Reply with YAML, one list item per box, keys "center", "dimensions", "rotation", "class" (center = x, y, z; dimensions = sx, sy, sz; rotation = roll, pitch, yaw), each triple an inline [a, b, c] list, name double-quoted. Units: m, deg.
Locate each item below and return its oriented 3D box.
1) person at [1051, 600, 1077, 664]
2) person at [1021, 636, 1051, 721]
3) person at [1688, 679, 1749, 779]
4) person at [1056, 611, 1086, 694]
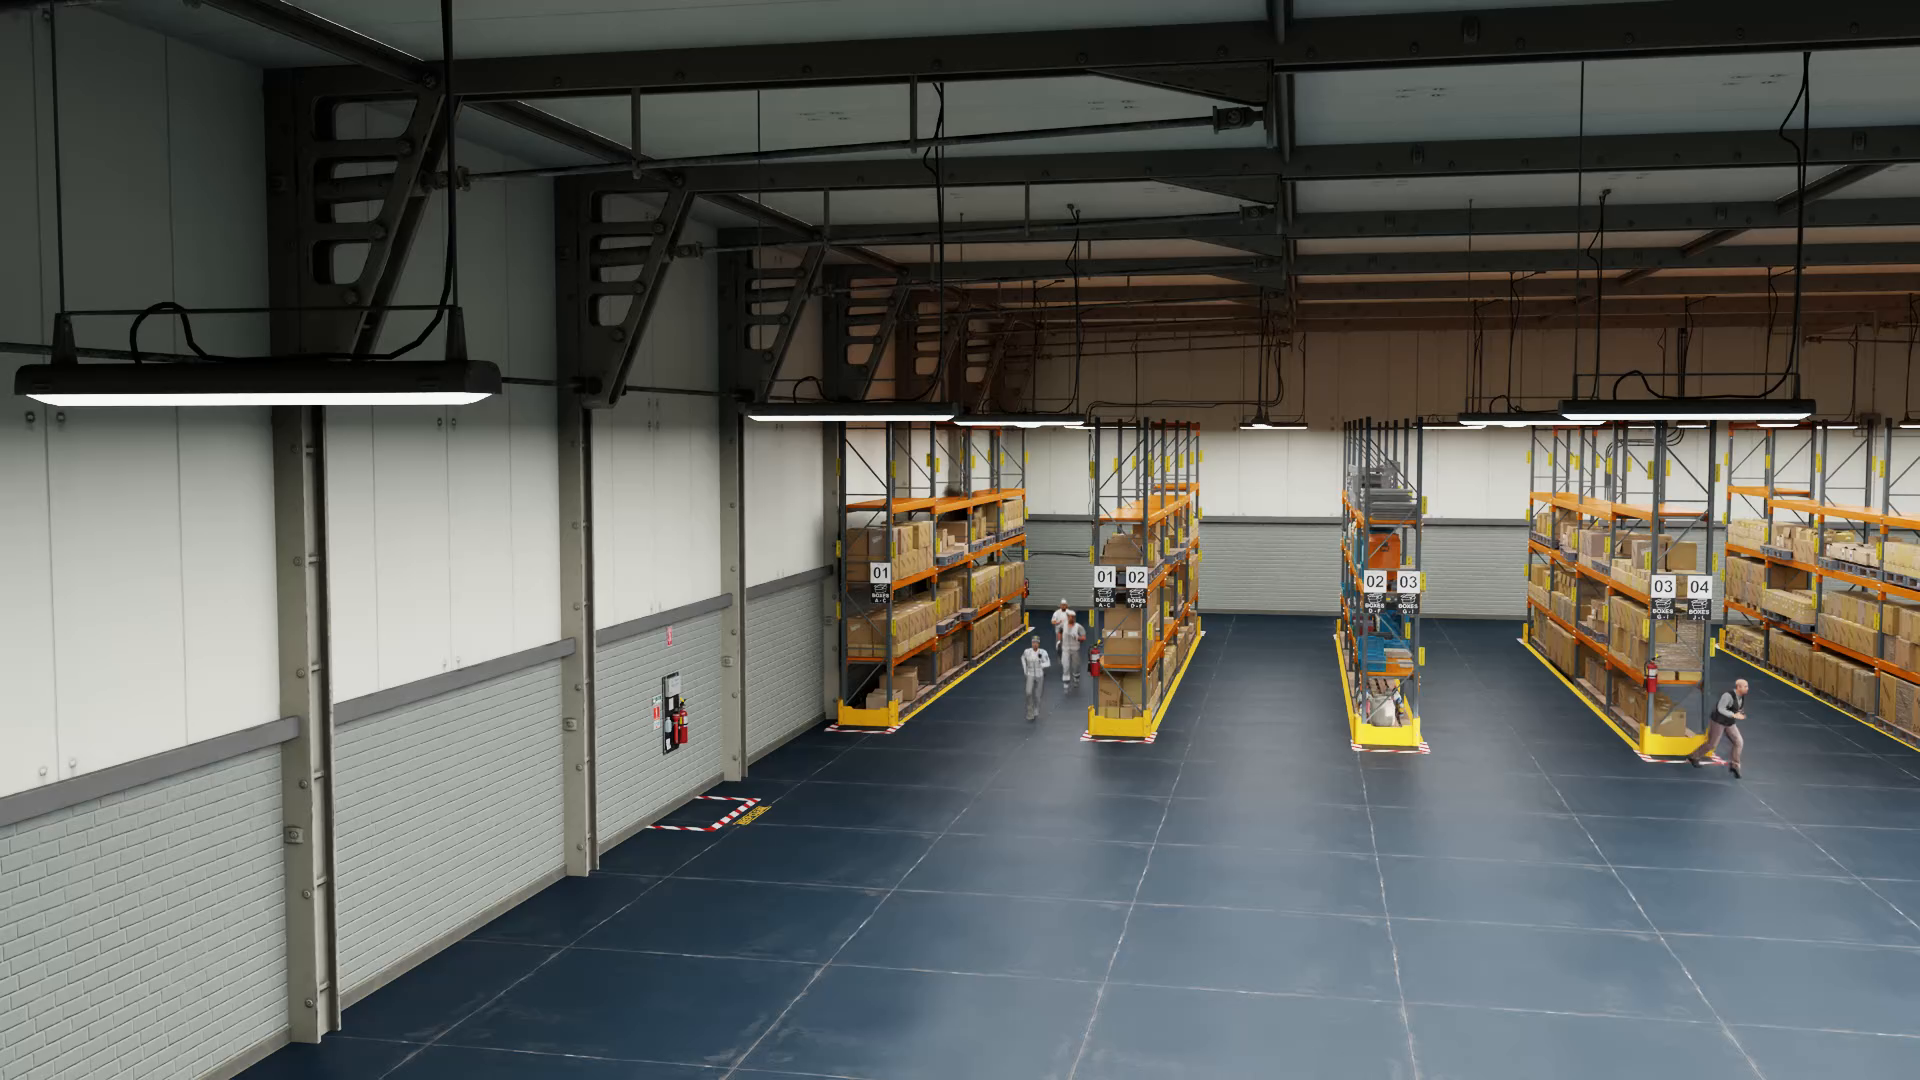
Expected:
- center: [2.509, 2.272, 40.209]
  dimensions: [0.607, 1.641, 0.941]
  rotation: [0, 4, 6]
  class: "person"
- center: [1.509, 2.740, 33.123]
  dimensions: [0.596, 1.713, 0.751]
  rotation: [0, 4, 6]
  class: "person"
- center: [12.700, 3.120, 27.829]
  dimensions: [0.702, 1.683, 0.986]
  rotation: [-3, 5, -39]
  class: "person"
- center: [2.435, 2.433, 36.442]
  dimensions: [0.659, 1.781, 0.992]
  rotation: [1, 4, 11]
  class: "person"
